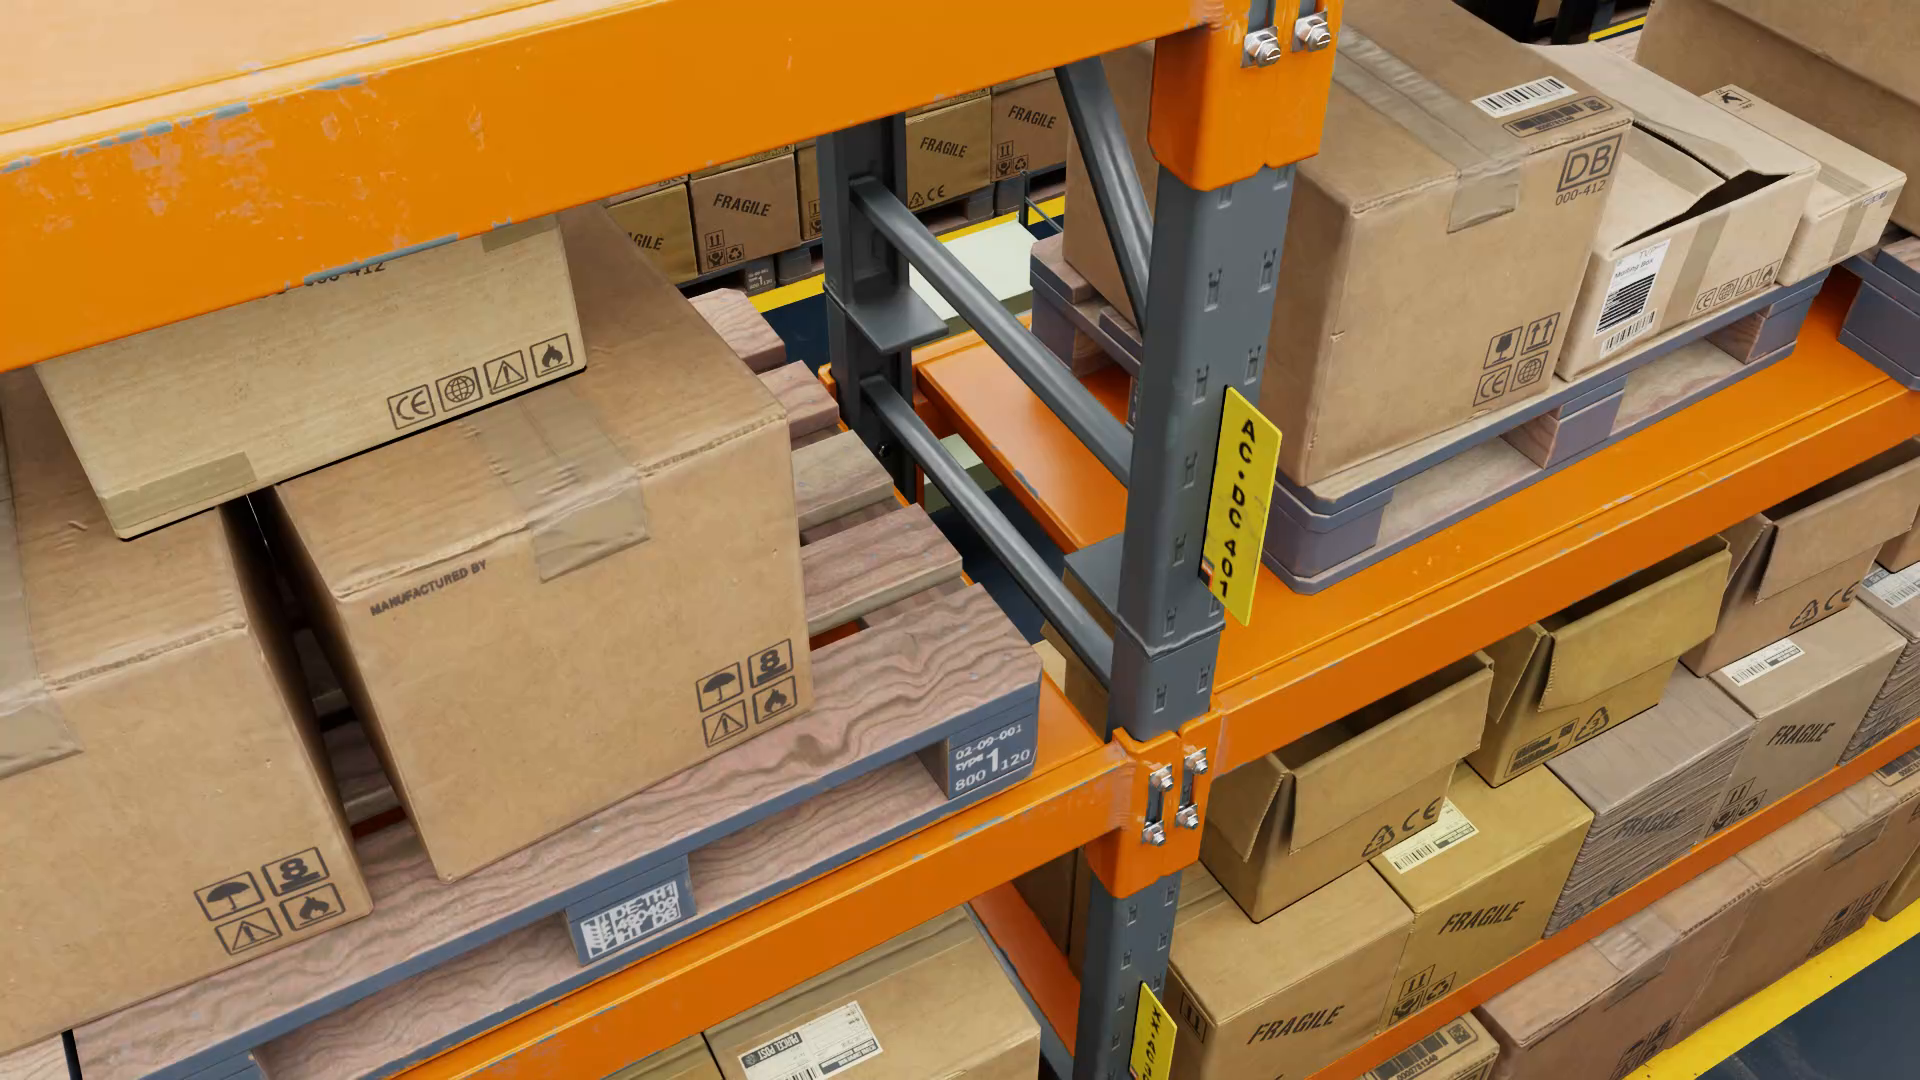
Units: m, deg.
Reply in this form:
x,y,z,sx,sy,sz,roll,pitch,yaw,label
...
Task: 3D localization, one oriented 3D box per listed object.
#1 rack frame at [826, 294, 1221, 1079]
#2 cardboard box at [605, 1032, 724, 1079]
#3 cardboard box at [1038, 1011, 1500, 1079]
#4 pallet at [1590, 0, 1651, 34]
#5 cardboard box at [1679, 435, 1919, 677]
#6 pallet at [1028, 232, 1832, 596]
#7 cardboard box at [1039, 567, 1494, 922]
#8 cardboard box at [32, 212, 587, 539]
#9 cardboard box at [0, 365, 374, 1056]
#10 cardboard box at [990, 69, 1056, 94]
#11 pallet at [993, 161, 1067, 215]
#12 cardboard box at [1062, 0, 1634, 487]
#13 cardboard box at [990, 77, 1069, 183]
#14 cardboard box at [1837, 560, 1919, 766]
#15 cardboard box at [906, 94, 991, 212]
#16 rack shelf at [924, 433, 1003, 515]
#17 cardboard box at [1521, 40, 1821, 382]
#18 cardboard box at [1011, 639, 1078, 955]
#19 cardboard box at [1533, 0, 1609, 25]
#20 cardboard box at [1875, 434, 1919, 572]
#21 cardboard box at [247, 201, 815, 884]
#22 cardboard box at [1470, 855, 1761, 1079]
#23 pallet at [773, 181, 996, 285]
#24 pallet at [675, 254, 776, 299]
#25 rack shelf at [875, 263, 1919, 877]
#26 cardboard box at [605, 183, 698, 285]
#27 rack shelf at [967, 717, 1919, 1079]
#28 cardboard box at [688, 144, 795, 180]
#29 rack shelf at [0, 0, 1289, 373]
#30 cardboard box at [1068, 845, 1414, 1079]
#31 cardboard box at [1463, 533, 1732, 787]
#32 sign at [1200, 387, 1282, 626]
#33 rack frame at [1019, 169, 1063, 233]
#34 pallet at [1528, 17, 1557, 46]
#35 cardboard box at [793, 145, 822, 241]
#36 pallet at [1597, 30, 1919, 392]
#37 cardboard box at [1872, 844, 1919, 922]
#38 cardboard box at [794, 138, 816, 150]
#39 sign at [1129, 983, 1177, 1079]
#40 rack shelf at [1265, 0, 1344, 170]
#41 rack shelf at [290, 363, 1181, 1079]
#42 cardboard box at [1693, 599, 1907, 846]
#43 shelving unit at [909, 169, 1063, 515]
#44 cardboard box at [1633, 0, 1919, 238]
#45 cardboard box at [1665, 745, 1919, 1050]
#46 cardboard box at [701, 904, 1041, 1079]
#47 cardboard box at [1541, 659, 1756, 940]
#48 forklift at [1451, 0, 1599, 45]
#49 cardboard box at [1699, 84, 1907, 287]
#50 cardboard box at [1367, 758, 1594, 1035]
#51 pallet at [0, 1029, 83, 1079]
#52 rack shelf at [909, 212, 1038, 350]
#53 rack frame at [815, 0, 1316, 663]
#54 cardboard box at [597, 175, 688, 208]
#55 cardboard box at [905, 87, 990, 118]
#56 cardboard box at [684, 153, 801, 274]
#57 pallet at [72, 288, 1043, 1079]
x,y,z,sx,sy,sz,roll,pitch,yaw,label
0.065,0.921,3.648,0.127,3.000,1.000,-22,48,-21,rack frame
-0.637,1.091,2.828,0.500,0.500,0.500,-21,48,-21,cardboard box
0.610,1.298,4.483,0.875,0.875,1.225,-22,48,-21,cardboard box
3.987,-3.571,10.278,1.213,0.211,1.003,-22,48,-21,pallet
1.747,-0.158,3.967,0.637,0.503,0.797,-20,48,-20,cardboard box
0.836,-0.435,3.028,1.217,0.209,0.805,-24,49,-22,pallet
0.615,0.298,3.497,0.637,0.503,0.797,-23,49,-22,cardboard box
-0.753,-0.325,1.794,0.500,0.250,0.500,-25,49,-23,cardboard box
-1.052,0.113,1.880,0.500,0.500,0.700,-19,47,-19,cardboard box
0.255,-2.443,8.068,0.500,0.250,0.500,-21,48,-20,cardboard box
0.472,-2.227,8.893,1.213,0.211,1.003,-22,48,-21,pallet
0.563,-0.550,2.636,0.500,0.500,0.700,-21,48,-20,cardboard box
0.258,-2.187,8.343,0.500,0.500,0.500,-20,48,-19,cardboard box
2.345,0.169,4.350,0.500,0.500,0.500,-23,49,-22,cardboard box
-0.193,-1.994,8.144,0.500,0.500,0.500,-24,49,-23,cardboard box
0.006,-0.307,6.457,0.720,0.370,0.431,-22,48,-21,rack shelf
1.061,-0.601,2.824,0.500,0.311,0.500,-23,49,-22,cardboard box
0.335,0.557,3.950,0.500,0.500,0.500,-22,48,-21,cardboard box
3.287,-3.627,9.647,0.750,0.750,1.050,-22,48,-21,cardboard box
2.325,-0.395,4.211,0.637,0.503,0.797,-21,48,-20,cardboard box
-0.583,-0.071,2.070,0.500,0.500,0.700,-25,49,-23,cardboard box
1.385,0.988,4.803,0.875,0.875,1.225,-23,49,-22,cardboard box
-0.585,-1.806,8.459,1.213,0.211,1.003,-22,48,-21,pallet
-1.644,-1.380,8.020,1.213,0.211,1.003,-22,48,-21,pallet
1.799,-0.592,3.569,4.000,0.370,1.077,-22,48,-21,rack shelf
-1.545,-1.460,7.593,0.500,0.500,0.500,-20,48,-19,cardboard box
1.799,0.485,4.613,4.000,0.370,1.077,-22,48,-21,rack shelf
-1.085,-1.916,7.525,0.500,0.250,0.500,-21,48,-20,cardboard box
-1.669,-0.137,1.233,4.000,0.370,1.077,-22,48,-21,rack shelf
0.589,0.876,3.622,0.500,0.500,0.500,-22,48,-21,cardboard box
1.216,0.067,3.735,0.637,0.503,0.797,-21,48,-21,cardboard box
0.343,-0.035,2.051,0.005,0.325,0.100,-22,48,-21,sign
0.323,-0.668,6.361,0.023,1.500,0.400,-22,48,-21,rack frame
2.928,-3.145,9.839,1.213,0.211,1.003,-22,48,-21,pallet
-0.640,-1.834,7.979,0.500,0.500,0.500,-21,48,-20,cardboard box
2.033,-0.831,3.434,1.213,0.211,1.003,-20,47,-19,pallet
2.925,0.371,5.438,0.875,0.875,1.225,-24,49,-23,cardboard box
-0.641,-2.090,7.704,0.500,0.250,0.500,-20,48,-19,cardboard box
0.343,0.916,2.974,0.005,0.325,0.100,-22,48,-21,sign
1.799,-1.525,2.663,4.000,0.370,1.077,-22,48,-21,rack shelf
-1.669,0.796,2.139,4.000,0.370,1.077,-22,48,-21,rack shelf
1.904,0.345,4.169,0.500,0.500,0.500,-21,48,-20,cardboard box
0.006,-0.541,6.230,0.755,1.500,0.431,-22,48,-21,shelving unit
1.773,-1.010,3.107,0.637,0.503,0.797,-22,48,-21,cardboard box
2.148,0.676,5.124,0.875,0.875,1.225,-22,48,-21,cardboard box
-0.200,0.919,3.004,0.500,0.500,0.500,-20,48,-20,cardboard box
1.458,0.528,3.981,0.500,0.500,0.500,-23,49,-22,cardboard box
2.126,-1.823,6.523,3.031,2.935,1.130,-19,47,-19,forklift
1.431,-0.642,2.983,0.250,0.149,0.380,-24,49,-23,cardboard box
1.024,0.701,3.802,0.500,0.500,0.500,-22,48,-21,cardboard box
-1.706,0.574,1.915,1.213,0.211,1.003,-22,48,-21,pallet
0.006,-0.821,5.958,0.720,0.370,0.431,-22,48,-21,rack shelf
0.065,-1.232,1.558,0.127,3.000,1.000,-22,48,-21,rack frame
-1.546,-1.729,7.333,0.500,0.250,0.500,-24,49,-23,cardboard box
-0.193,-2.276,7.896,0.500,0.250,0.500,-21,48,-20,cardboard box
-1.087,-1.644,7.784,0.500,0.500,0.500,-20,48,-19,cardboard box
-0.649,0.153,2.348,1.213,0.211,1.003,-22,48,-21,pallet
